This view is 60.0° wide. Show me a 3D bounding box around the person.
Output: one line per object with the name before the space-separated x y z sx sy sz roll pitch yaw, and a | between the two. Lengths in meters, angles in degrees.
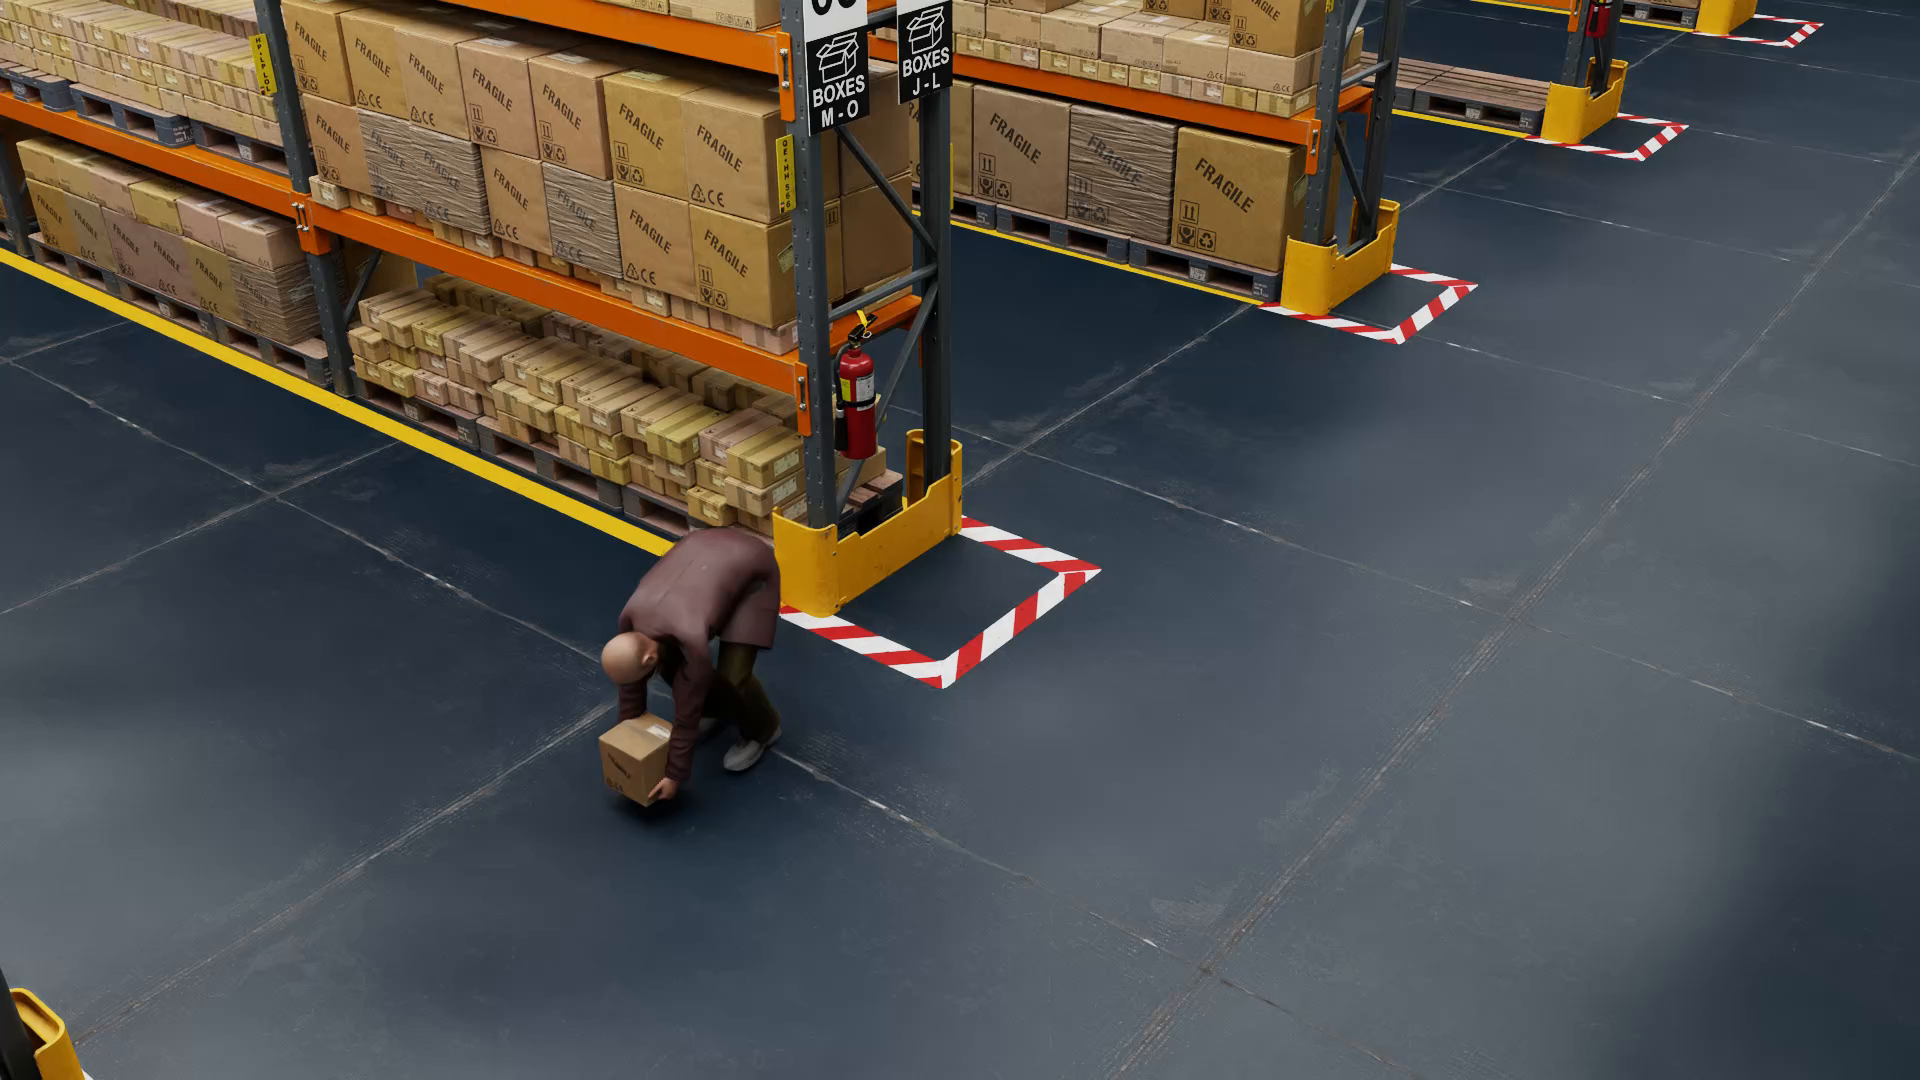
person | -1.125 0.319 6.877 0.551 1.507 0.815 20 36 30
